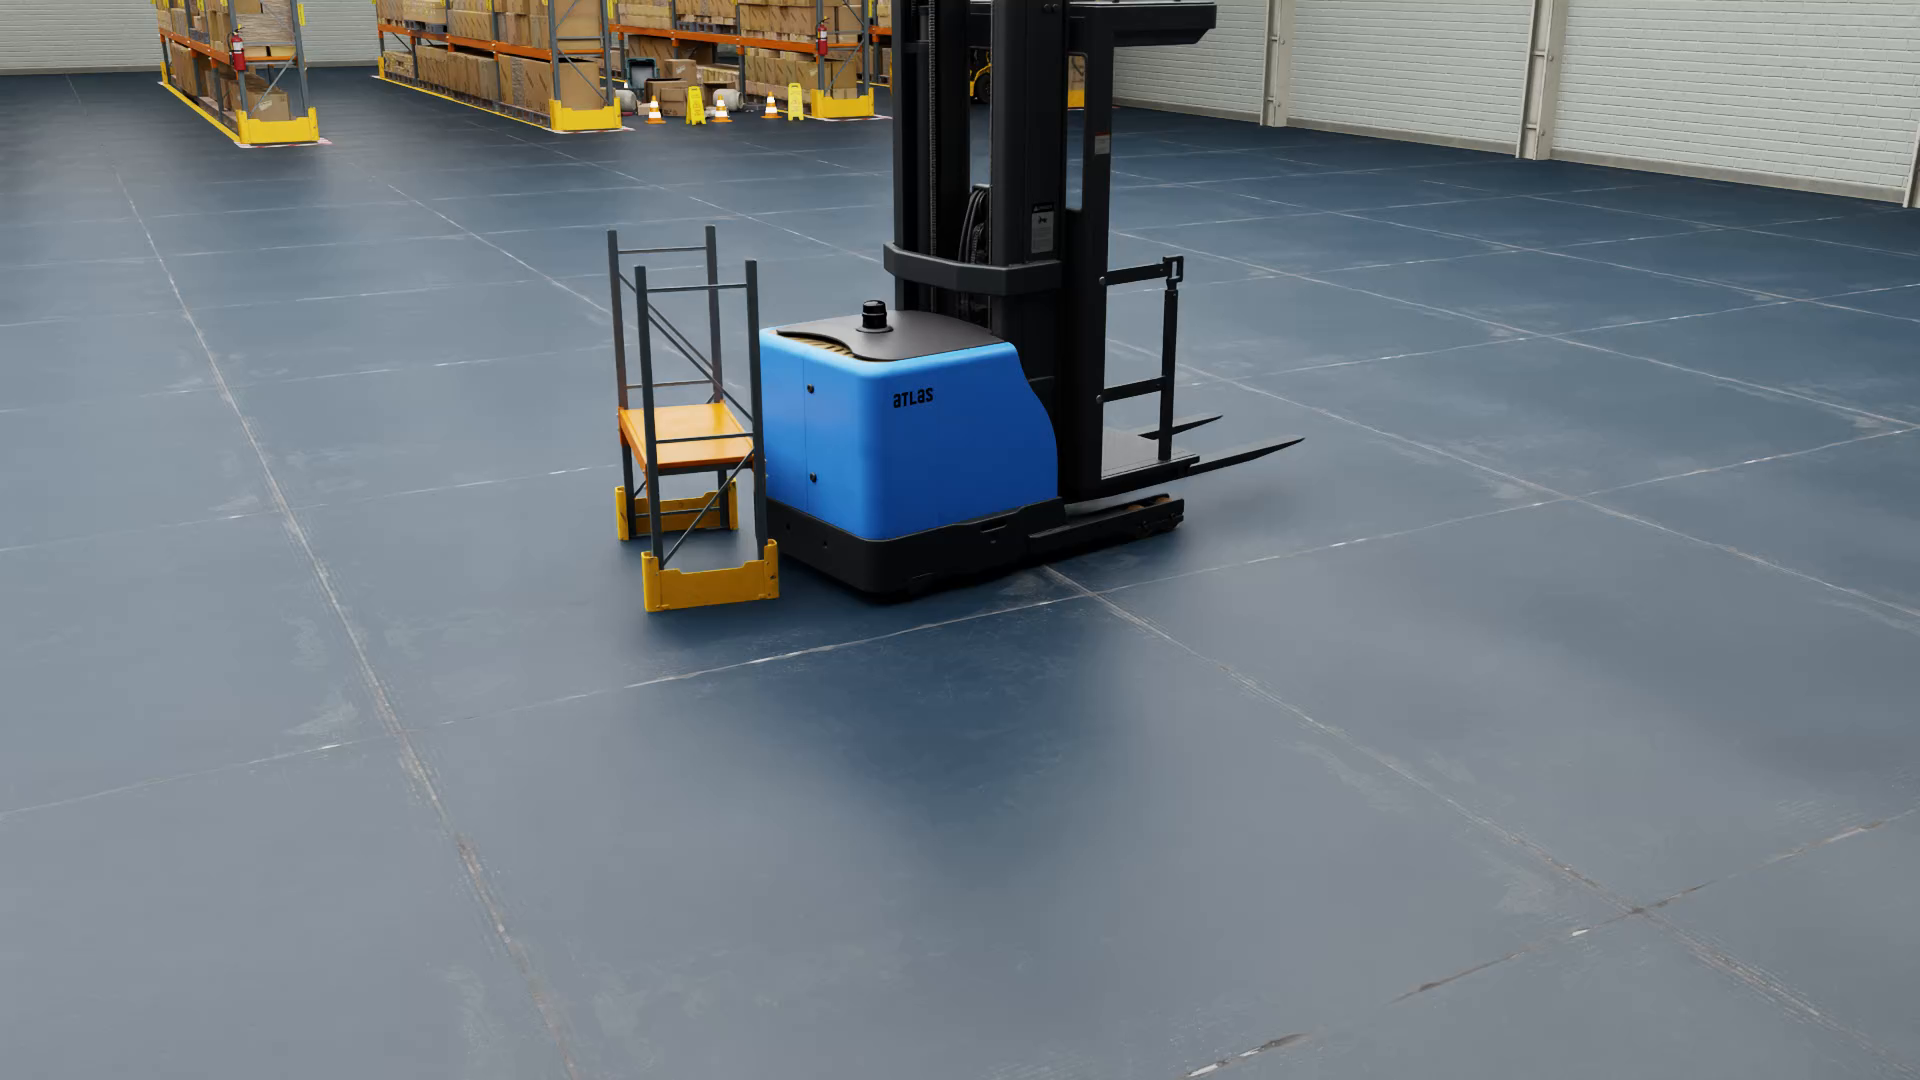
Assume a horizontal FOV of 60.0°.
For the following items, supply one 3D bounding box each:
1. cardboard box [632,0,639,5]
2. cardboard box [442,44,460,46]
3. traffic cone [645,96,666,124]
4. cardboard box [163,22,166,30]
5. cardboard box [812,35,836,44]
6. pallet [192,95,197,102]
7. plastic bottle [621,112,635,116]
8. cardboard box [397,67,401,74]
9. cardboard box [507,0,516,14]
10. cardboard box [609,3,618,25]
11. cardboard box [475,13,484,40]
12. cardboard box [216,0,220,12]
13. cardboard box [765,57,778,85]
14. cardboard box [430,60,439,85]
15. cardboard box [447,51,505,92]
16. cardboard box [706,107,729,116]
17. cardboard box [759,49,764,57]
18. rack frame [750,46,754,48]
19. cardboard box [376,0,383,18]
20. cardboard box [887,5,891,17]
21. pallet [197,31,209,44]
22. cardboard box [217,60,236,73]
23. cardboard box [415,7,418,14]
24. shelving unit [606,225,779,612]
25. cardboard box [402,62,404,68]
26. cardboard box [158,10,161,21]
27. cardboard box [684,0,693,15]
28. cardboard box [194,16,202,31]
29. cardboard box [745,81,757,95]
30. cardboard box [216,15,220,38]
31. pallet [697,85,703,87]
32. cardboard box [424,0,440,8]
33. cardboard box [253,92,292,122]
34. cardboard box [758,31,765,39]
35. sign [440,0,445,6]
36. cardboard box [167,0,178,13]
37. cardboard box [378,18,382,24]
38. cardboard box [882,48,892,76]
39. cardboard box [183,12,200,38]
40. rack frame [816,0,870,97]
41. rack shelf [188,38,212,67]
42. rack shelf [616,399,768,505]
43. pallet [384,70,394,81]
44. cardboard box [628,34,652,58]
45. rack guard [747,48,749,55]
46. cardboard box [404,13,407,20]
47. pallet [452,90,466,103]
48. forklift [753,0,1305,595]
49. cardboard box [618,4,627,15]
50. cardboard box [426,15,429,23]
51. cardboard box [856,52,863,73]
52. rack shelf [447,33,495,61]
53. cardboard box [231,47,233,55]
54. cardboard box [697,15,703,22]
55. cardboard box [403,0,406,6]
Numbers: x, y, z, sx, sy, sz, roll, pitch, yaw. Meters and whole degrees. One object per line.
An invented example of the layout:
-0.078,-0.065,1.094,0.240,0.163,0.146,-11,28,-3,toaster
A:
-7.395,-12.839,39.053,0.500,0.500,0.500,-11,22,-28,cardboard box
-11.585,-11.177,37.962,0.500,0.250,0.500,-11,22,-28,cardboard box
-5.465,-7.708,29.761,0.336,0.463,0.334,-10,21,-27,traffic cone
-17.864,-11.676,37.755,0.380,0.149,0.250,-11,22,-28,cardboard box
-2.520,-9.286,30.830,0.380,0.149,0.250,-9,21,-25,cardboard box
-15.558,-9.362,34.939,1.003,0.211,1.213,-10,21,-27,pallet
-6.254,-7.998,31.216,0.133,0.061,0.283,16,25,39,plastic bottle
-13.347,-11.337,40.115,0.380,0.149,0.250,-10,21,-27,cardboard box
-7.718,-9.837,30.156,0.875,0.550,0.550,-10,21,-27,cardboard box
-8.298,-12.917,40.812,0.500,0.500,0.500,-10,21,-26,cardboard box
-9.085,-9.984,32.314,0.500,0.500,0.500,-10,22,-27,cardboard box
-11.832,-8.863,27.075,0.500,0.500,0.500,-10,21,-27,cardboard box
-3.502,-9.220,32.675,0.500,0.500,0.500,-9,21,-24,cardboard box
-11.313,-10.296,36.559,0.500,0.500,0.500,-11,22,-29,cardboard box
-10.051,-9.778,34.675,1.050,0.750,0.750,-10,22,-27,cardboard box
-4.554,-8.046,31.222,0.380,0.149,0.250,1,19,2,cardboard box
-3.759,-9.635,32.884,0.380,0.149,0.250,-9,21,-25,cardboard box
-5.385,-14.694,46.116,1.000,3.000,0.127,-10,21,-27,rack frame
-14.090,-13.144,41.016,0.500,0.500,0.500,-9,21,-24,cardboard box
-1.354,-12.254,38.508,0.500,0.250,0.500,-9,21,-25,cardboard box
-13.698,-9.440,31.184,1.003,0.211,1.213,-10,21,-27,pallet
-14.069,-9.135,32.014,0.500,0.250,0.500,-7,20,-21,cardboard box
-11.751,-11.640,36.551,0.380,0.149,0.250,-10,22,-28,cardboard box
-1.242,-0.591,7.545,0.587,1.500,1.083,-6,20,-17,shelving unit
-13.153,-11.400,39.841,0.380,0.149,0.250,-11,22,-29,cardboard box
-18.230,-12.131,38.462,0.500,0.250,0.500,-10,22,-27,cardboard box
-5.689,-11.700,36.187,0.500,0.500,0.500,-9,21,-24,cardboard box
-14.081,-9.703,31.239,0.500,0.250,0.500,-11,22,-28,cardboard box
-4.011,-9.167,33.670,0.500,0.250,0.500,-11,22,-29,cardboard box
-12.083,-8.716,28.184,0.875,0.500,0.500,-10,21,-27,cardboard box
-5.008,-9.735,36.020,1.003,0.211,1.213,-10,21,-27,pallet
-11.269,-11.486,35.649,0.380,0.149,0.250,-9,21,-25,cardboard box
-11.157,-6.995,26.992,0.500,0.500,0.500,-6,20,-17,cardboard box
-3.781,-10.008,32.921,0.380,0.149,0.250,-9,21,-25,cardboard box
-10.734,-11.255,34.496,0.100,0.325,0.005,-10,21,-27,sign
-17.027,-11.755,36.225,0.500,0.500,0.500,-9,21,-25,cardboard box
-14.195,-12.866,41.203,0.380,0.149,0.250,-10,21,-27,cardboard box
-1.302,-11.292,39.254,0.875,0.625,0.625,-9,21,-25,cardboard box
-15.127,-10.243,33.064,0.500,0.500,0.500,-9,21,-25,cardboard box
-2.154,-9.331,30.574,1.000,3.000,0.127,-10,21,-27,rack frame
-13.725,-9.178,31.234,1.077,0.370,4.000,-10,21,-27,rack shelf
-1.240,-0.418,7.596,0.538,0.185,1.000,-6,20,-17,rack shelf
-13.669,-11.550,41.279,1.003,0.211,1.213,-10,21,-27,pallet
-7.488,-11.804,40.355,0.875,0.875,0.875,-9,21,-25,cardboard box
-5.349,-13.490,46.460,1.175,0.500,0.348,-10,21,-27,rack guard
-12.378,-11.875,37.689,0.380,0.149,0.250,-11,22,-29,cardboard box
-9.953,-9.276,34.688,1.003,0.211,1.213,-10,21,-27,pallet
0.491,-1.512,8.021,3.031,2.935,1.130,-14,24,-36,forklift
-7.892,-12.771,40.007,0.500,0.250,0.500,-11,22,-28,cardboard box
-11.254,-11.199,35.730,0.380,0.149,0.250,-10,22,-27,cardboard box
-2.205,-11.648,40.476,0.500,0.500,0.500,-10,22,-27,cardboard box
-9.312,-9.917,33.377,1.077,0.370,4.000,-10,21,-27,rack shelf
-11.580,-7.937,26.919,0.380,0.149,0.250,-10,21,-27,cardboard box
-5.473,-11.274,35.946,0.380,0.149,0.250,-9,21,-23,cardboard box
-12.378,-12.157,37.592,0.380,0.149,0.250,-9,21,-24,cardboard box
